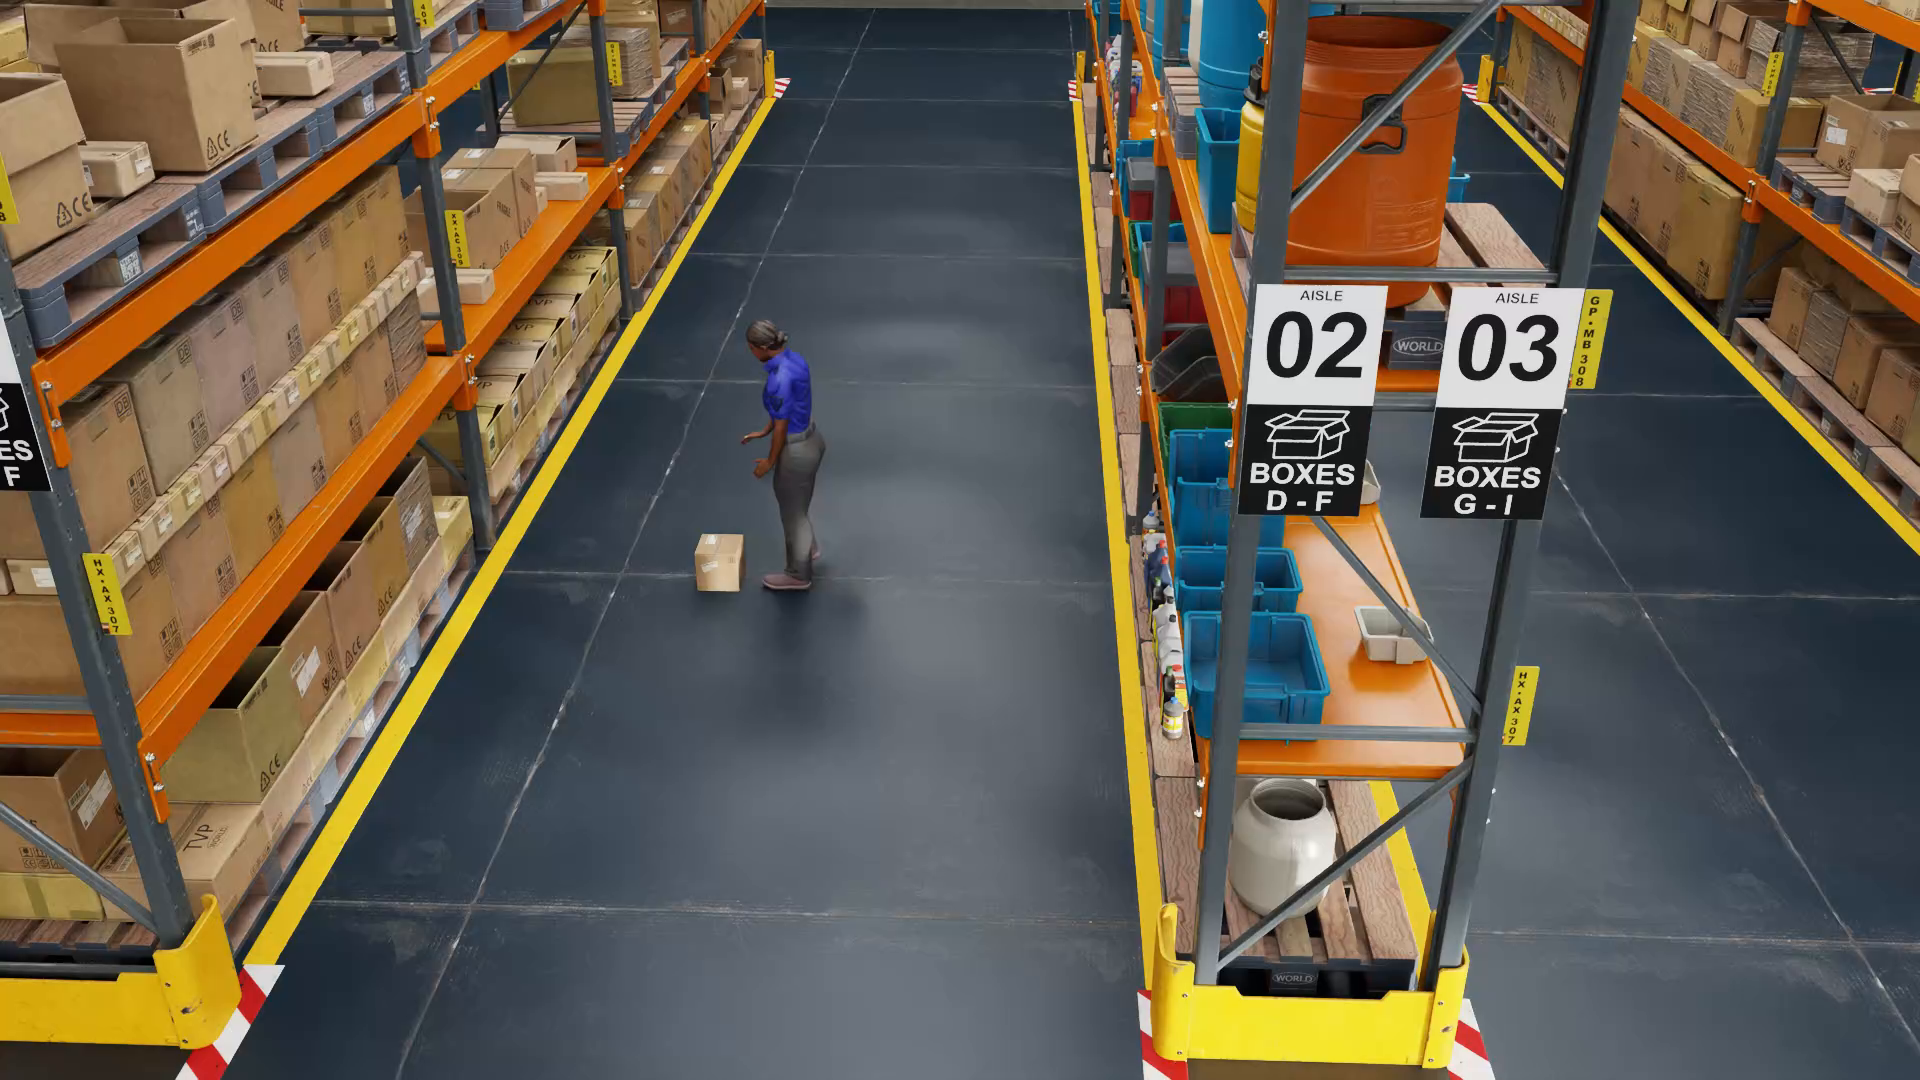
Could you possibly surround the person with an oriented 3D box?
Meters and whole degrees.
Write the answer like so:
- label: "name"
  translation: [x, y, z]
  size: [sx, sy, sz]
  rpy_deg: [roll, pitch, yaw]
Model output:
- label: "person"
  translation: [-1.033, -0.474, 9.554]
  size: [0.530, 1.680, 0.472]
  rpy_deg: [4, 28, 7]
